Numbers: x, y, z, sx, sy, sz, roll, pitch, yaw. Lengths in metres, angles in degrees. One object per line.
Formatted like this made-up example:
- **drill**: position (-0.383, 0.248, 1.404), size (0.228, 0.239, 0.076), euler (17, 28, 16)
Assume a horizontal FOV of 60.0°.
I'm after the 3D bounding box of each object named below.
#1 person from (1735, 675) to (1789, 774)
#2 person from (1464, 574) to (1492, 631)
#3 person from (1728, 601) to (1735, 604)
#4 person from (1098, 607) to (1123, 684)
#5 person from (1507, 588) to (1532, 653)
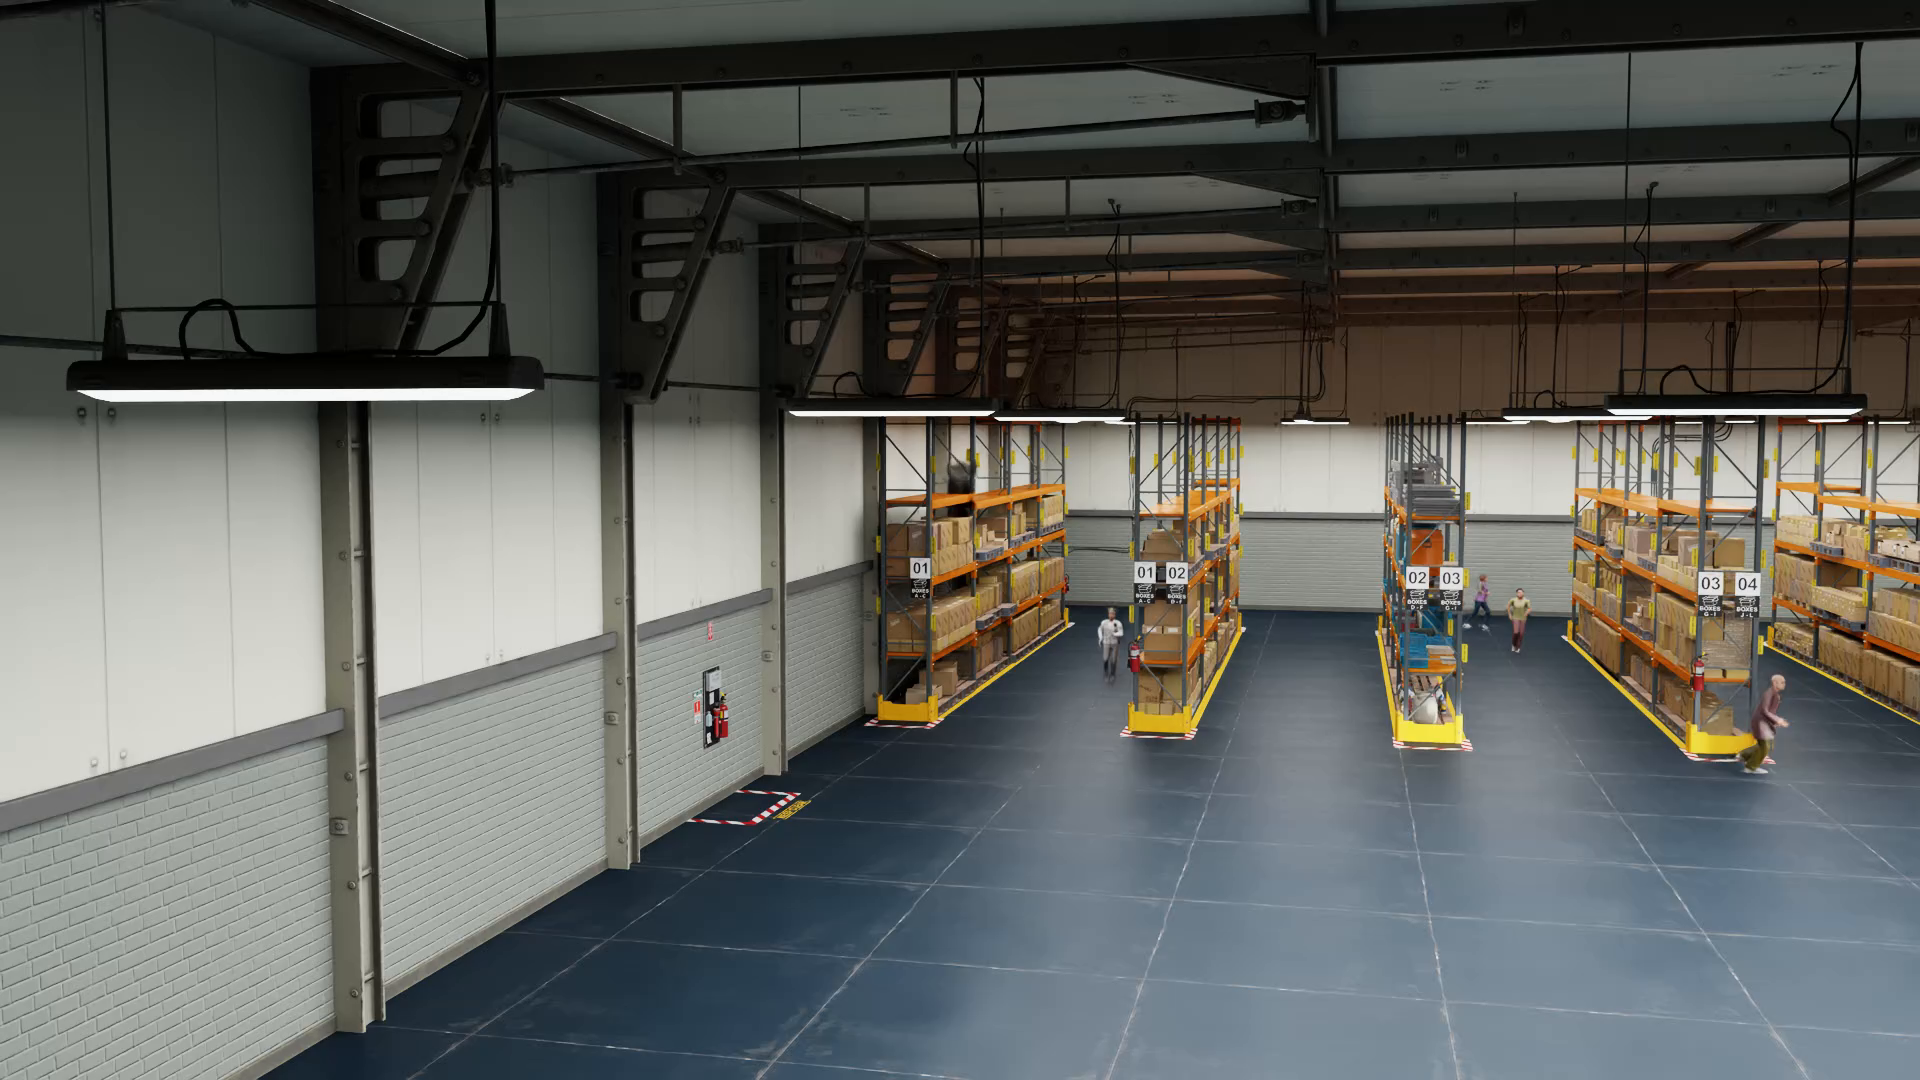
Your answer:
- **person**: position (13.219, 3.029, 27.400), size (0.810, 1.674, 0.684), euler (3, 5, 37)
- **person**: position (14.716, 1.758, 47.085), size (0.732, 1.595, 0.624), euler (3, 5, 34)
- **person**: position (19.993, 1.874, 43.224), size (0.702, 1.768, 1.013), euler (2, 4, 23)
- **person**: position (3.370, 2.363, 37.218), size (0.566, 1.718, 0.685), euler (0, 4, 6)
- **person**: position (14.209, 2.051, 42.206), size (0.571, 1.627, 0.620), euler (1, 4, 8)
